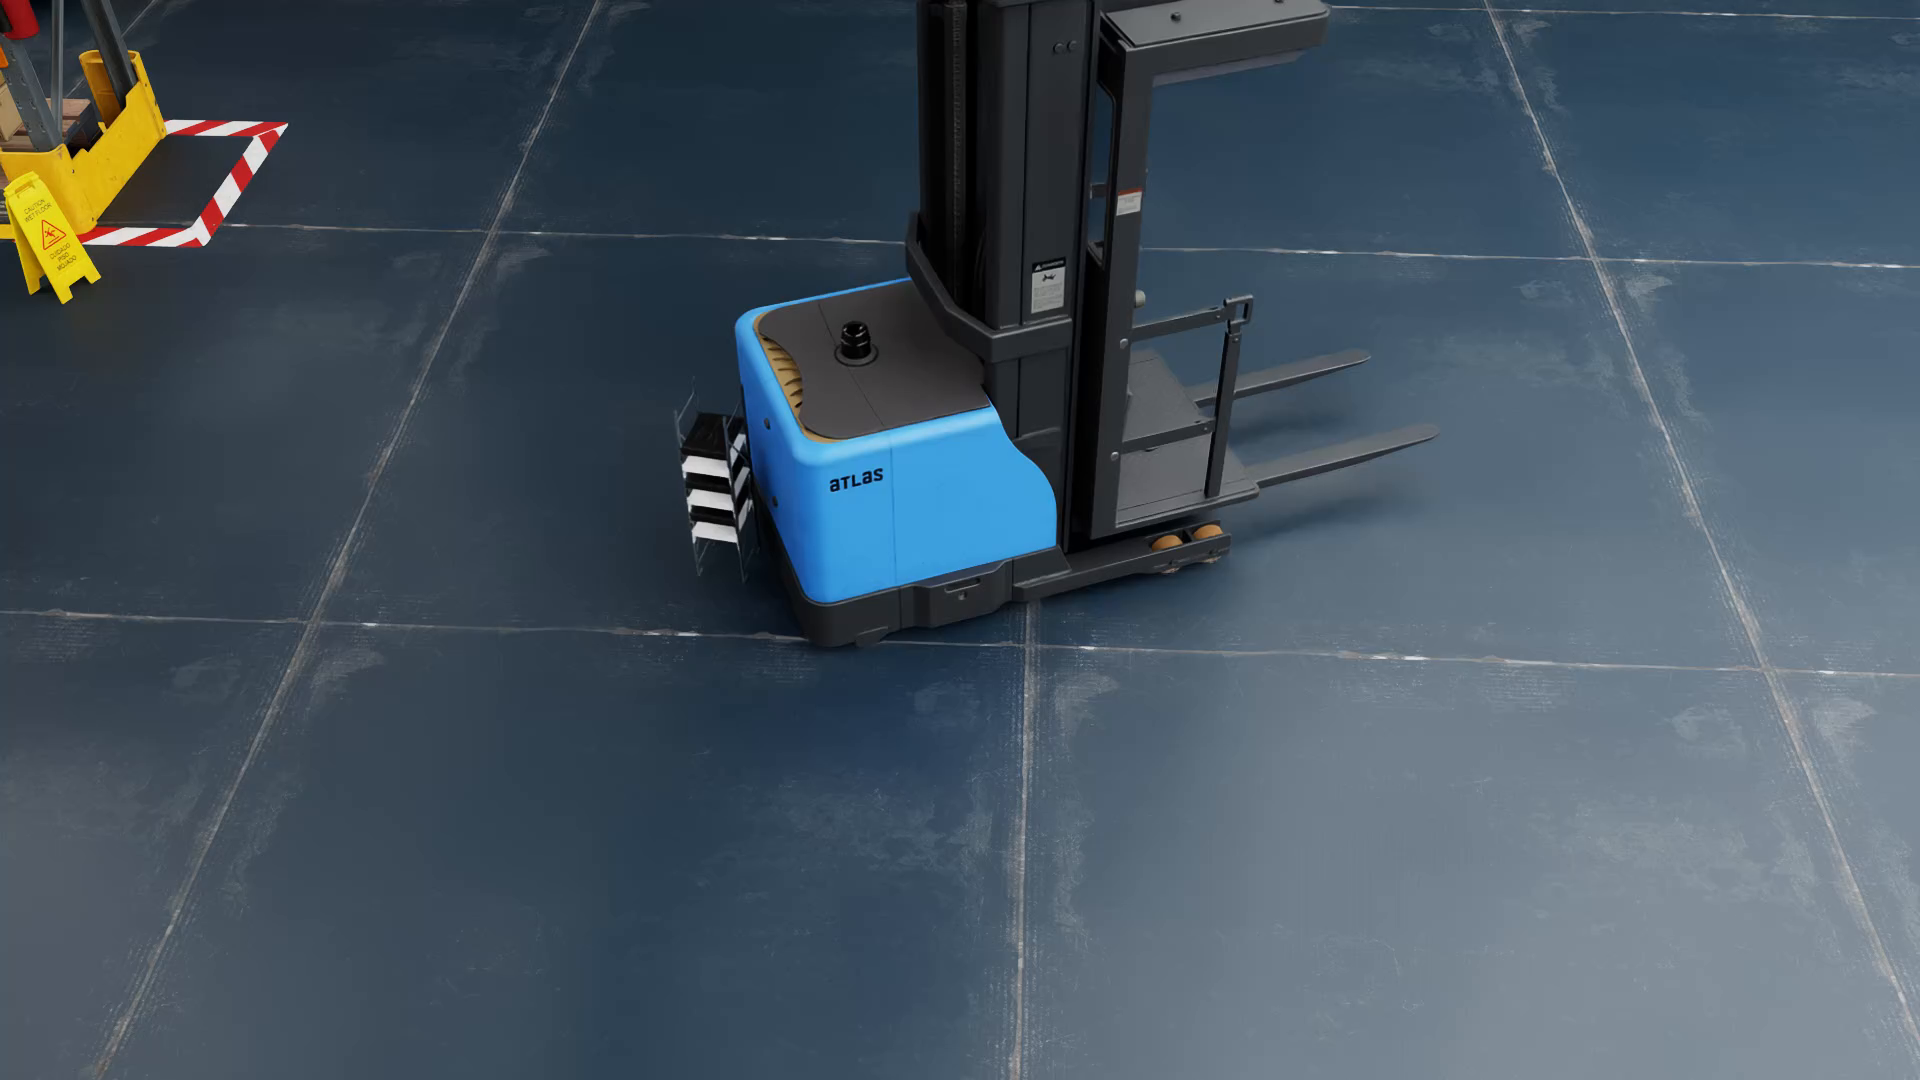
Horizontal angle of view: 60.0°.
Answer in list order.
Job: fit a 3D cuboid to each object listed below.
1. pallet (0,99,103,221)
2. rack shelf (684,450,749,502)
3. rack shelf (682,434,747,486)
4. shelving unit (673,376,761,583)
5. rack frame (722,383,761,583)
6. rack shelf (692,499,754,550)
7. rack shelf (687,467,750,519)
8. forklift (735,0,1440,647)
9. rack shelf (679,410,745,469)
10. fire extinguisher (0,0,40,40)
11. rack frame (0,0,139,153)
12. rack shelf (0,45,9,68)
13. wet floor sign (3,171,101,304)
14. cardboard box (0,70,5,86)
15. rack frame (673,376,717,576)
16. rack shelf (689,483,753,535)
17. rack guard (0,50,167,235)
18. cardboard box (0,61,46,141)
[{"bbox_3d":[-5.747,-2.203,9.545,1.213,0.211,1.003,2,43,2],"label":"pallet"},{"bbox_3d":[-1.002,-0.279,6.892,0.200,0.077,0.258,9,44,9],"label":"rack shelf"},{"bbox_3d":[-1.002,-0.345,6.830,0.200,0.077,0.258,9,44,9],"label":"rack shelf"},{"bbox_3d":[-1.002,-0.238,6.930,0.210,0.900,0.258,9,44,9],"label":"shelving unit"},{"bbox_3d":[-0.903,-0.223,6.914,0.006,0.900,0.240,9,44,9],"label":"rack frame"},{"bbox_3d":[-1.002,-0.082,7.076,0.200,0.077,0.258,9,44,9],"label":"rack shelf"},{"bbox_3d":[-1.002,-0.213,6.953,0.200,0.077,0.258,9,44,9],"label":"rack shelf"},{"bbox_3d":[0.643,-1.254,6.531,3.031,2.935,1.130,-14,45,-15],"label":"forklift"},{"bbox_3d":[-1.002,-0.411,6.769,0.200,0.077,0.258,9,44,9],"label":"rack shelf"},{"bbox_3d":[-4.768,-2.826,8.225,0.183,0.674,0.296,2,43,2],"label":"fire extinguisher"},{"bbox_3d":[-4.861,-3.172,8.540,0.127,3.000,1.000,2,43,2],"label":"rack frame"},{"bbox_3d":[-6.859,-2.970,8.851,4.000,0.370,1.077,2,43,2],"label":"rack shelf"},{"bbox_3d":[-4.720,-1.576,8.554,0.232,0.644,0.267,16,45,16],"label":"wet floor sign"},{"bbox_3d":[-5.679,-2.807,9.307,0.500,0.500,0.500,0,43,0],"label":"cardboard box"},{"bbox_3d":[-1.101,-0.253,6.946,0.006,0.900,0.240,9,44,9],"label":"rack frame"},{"bbox_3d":[-1.002,-0.148,7.014,0.200,0.077,0.258,9,44,9],"label":"rack shelf"},{"bbox_3d":[-4.937,-2.260,9.394,0.348,0.500,1.175,2,43,2],"label":"rack guard"},{"bbox_3d":[-5.655,-2.533,9.563,0.500,0.250,0.500,1,43,2],"label":"cardboard box"}]
